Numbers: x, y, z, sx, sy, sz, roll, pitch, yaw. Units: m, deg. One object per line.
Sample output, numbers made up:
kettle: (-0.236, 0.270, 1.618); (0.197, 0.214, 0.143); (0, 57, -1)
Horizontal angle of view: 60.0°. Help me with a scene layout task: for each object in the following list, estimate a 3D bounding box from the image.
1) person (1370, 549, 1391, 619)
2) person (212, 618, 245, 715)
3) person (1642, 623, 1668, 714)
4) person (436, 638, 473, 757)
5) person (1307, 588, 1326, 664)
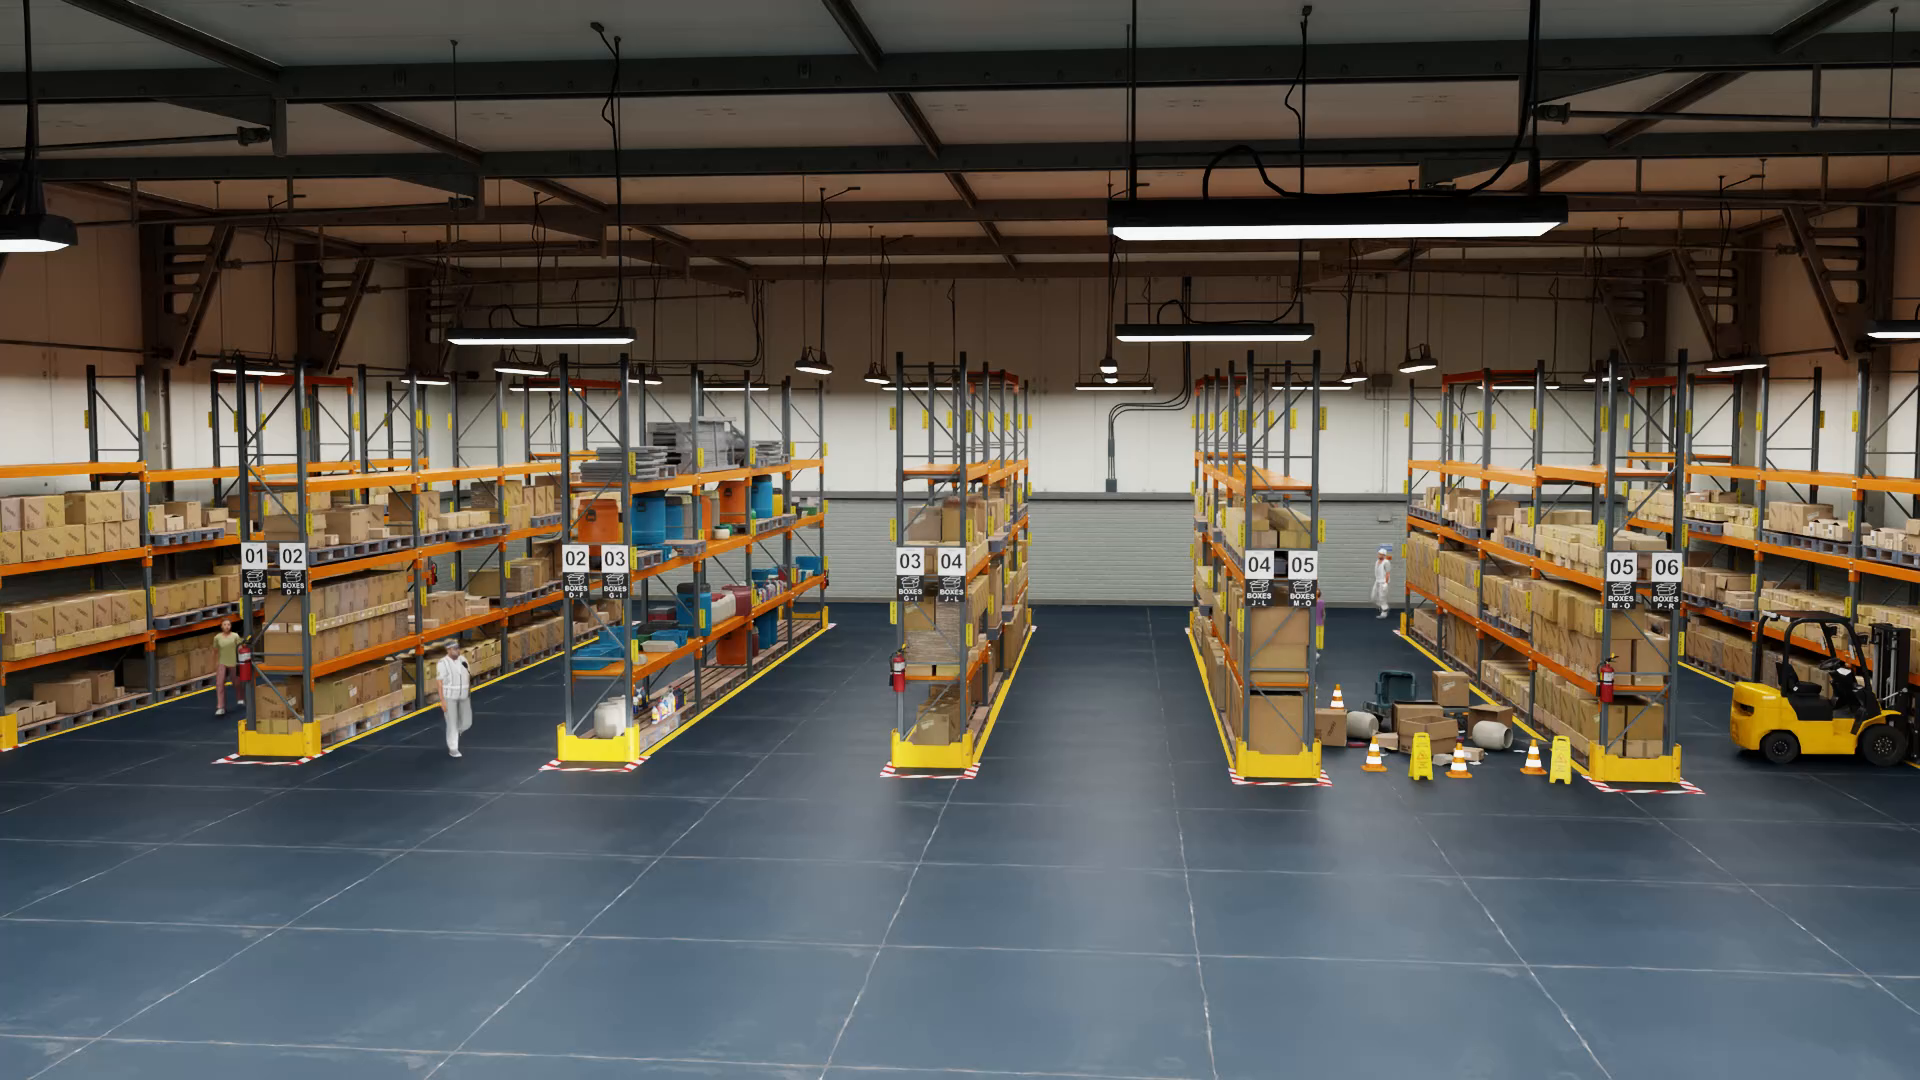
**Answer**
person: (10.674, 1.110, 42.087); (0.468, 1.791, 0.563); (-1, 4, -15)
person: (-12.564, 2.141, 28.592); (0.542, 1.622, 1.033); (-1, 4, -10)
person: (11.587, 2.219, 27.754); (0.501, 1.689, 0.353); (-1, 4, -18)
person: (-7.599, 2.333, 24.909); (0.539, 1.756, 0.643); (-4, 5, -42)
person: (7.312, 1.775, 34.169); (0.469, 1.603, 0.547); (-1, 4, -15)
